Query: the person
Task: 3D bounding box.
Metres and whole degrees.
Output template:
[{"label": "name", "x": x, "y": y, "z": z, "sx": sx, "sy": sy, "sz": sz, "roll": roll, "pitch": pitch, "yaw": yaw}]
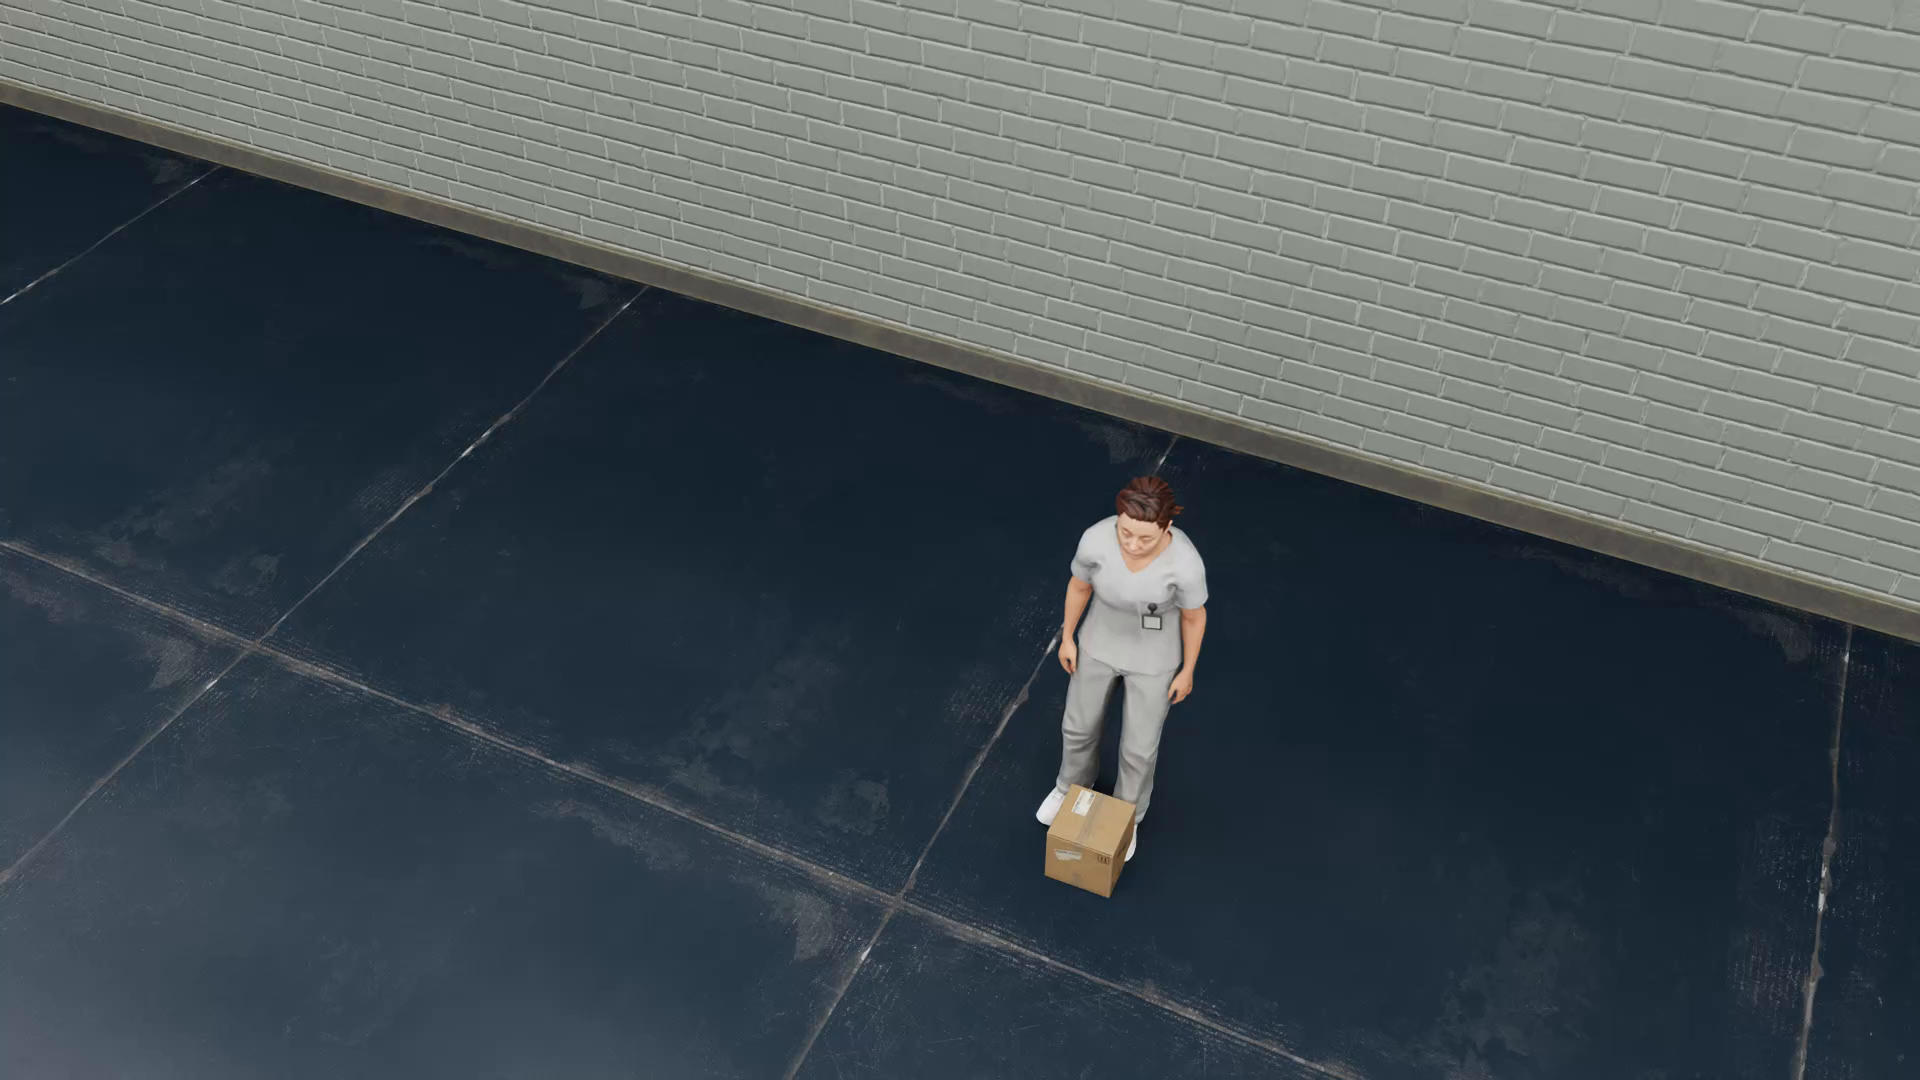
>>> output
[{"label": "person", "x": 0.559, "y": 0.423, "z": 5.695, "sx": 0.502, "sy": 1.671, "sz": 0.416, "roll": 15, "pitch": 44, "yaw": 16}]
